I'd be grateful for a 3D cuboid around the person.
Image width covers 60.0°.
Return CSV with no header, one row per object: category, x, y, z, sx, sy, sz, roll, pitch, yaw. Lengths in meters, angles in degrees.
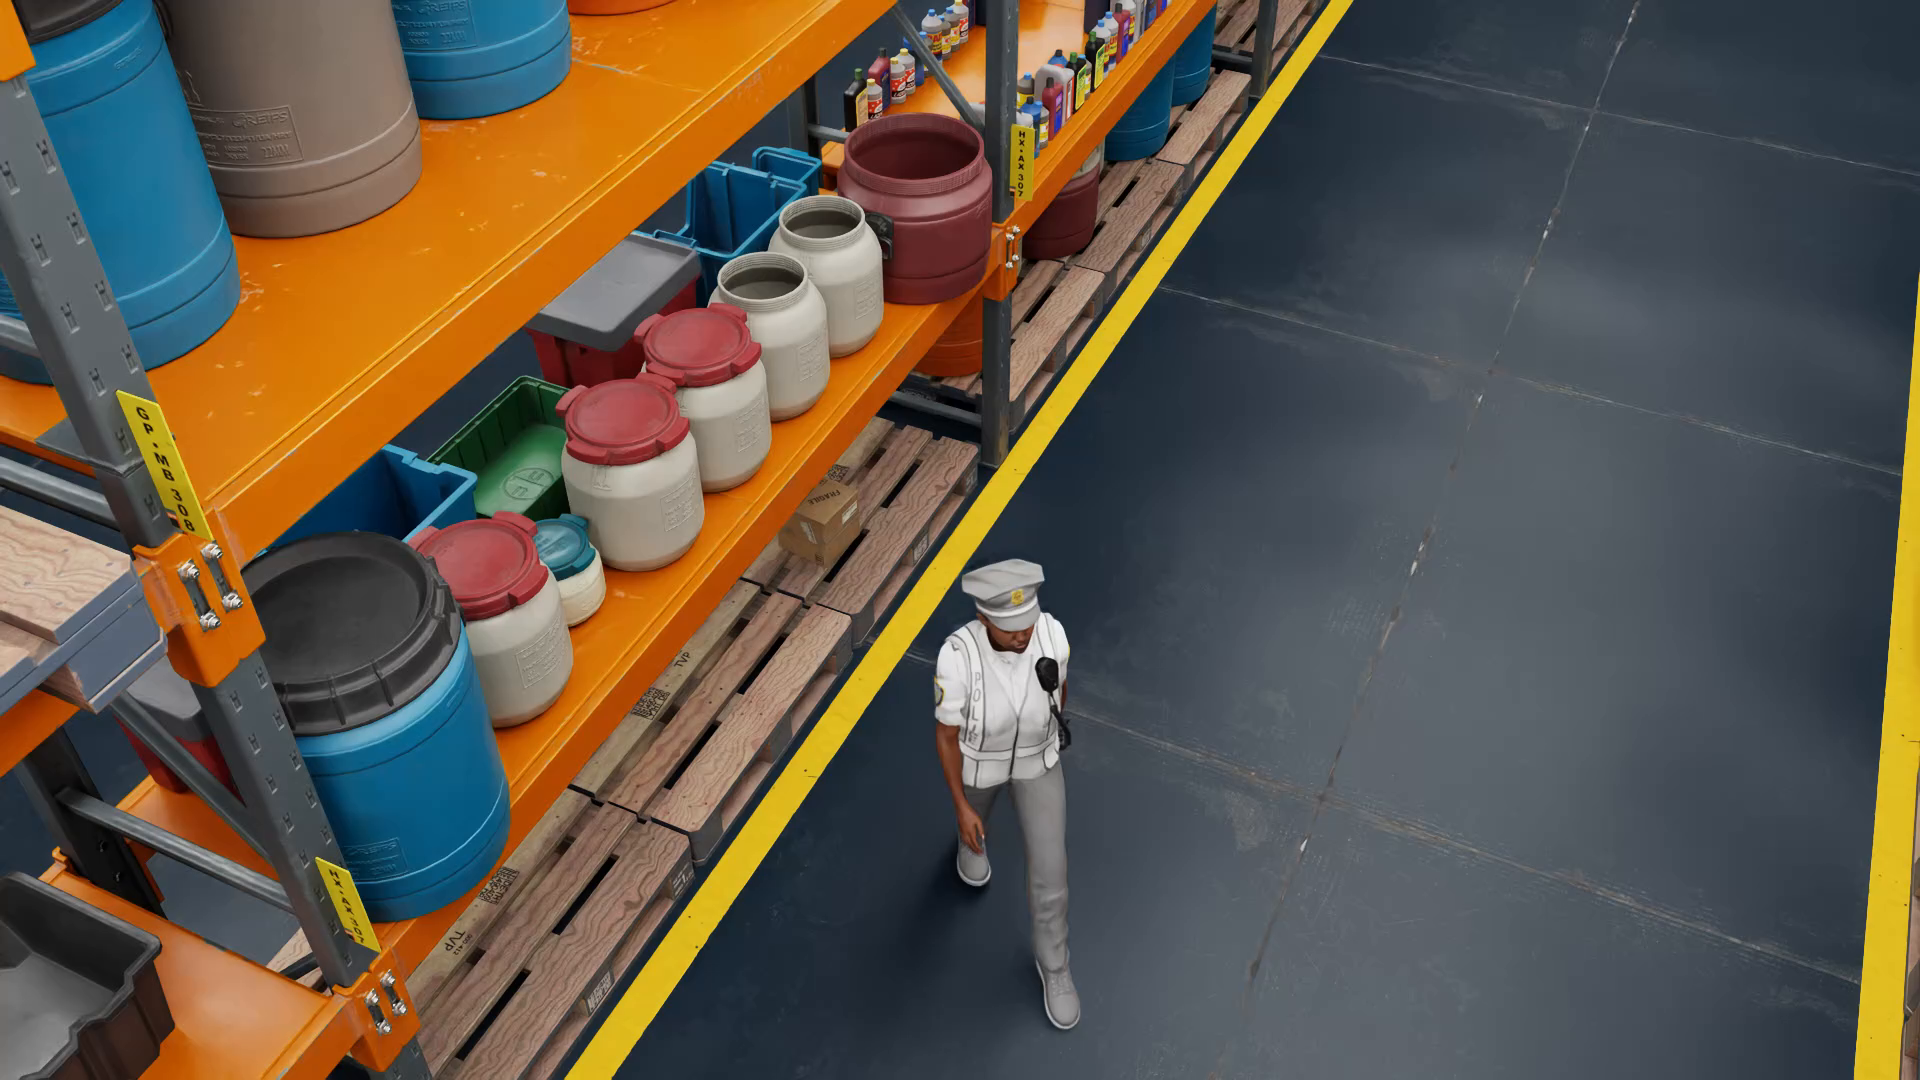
person,0.152,0.751,5.309,0.460,1.652,0.902,-8,43,-9
